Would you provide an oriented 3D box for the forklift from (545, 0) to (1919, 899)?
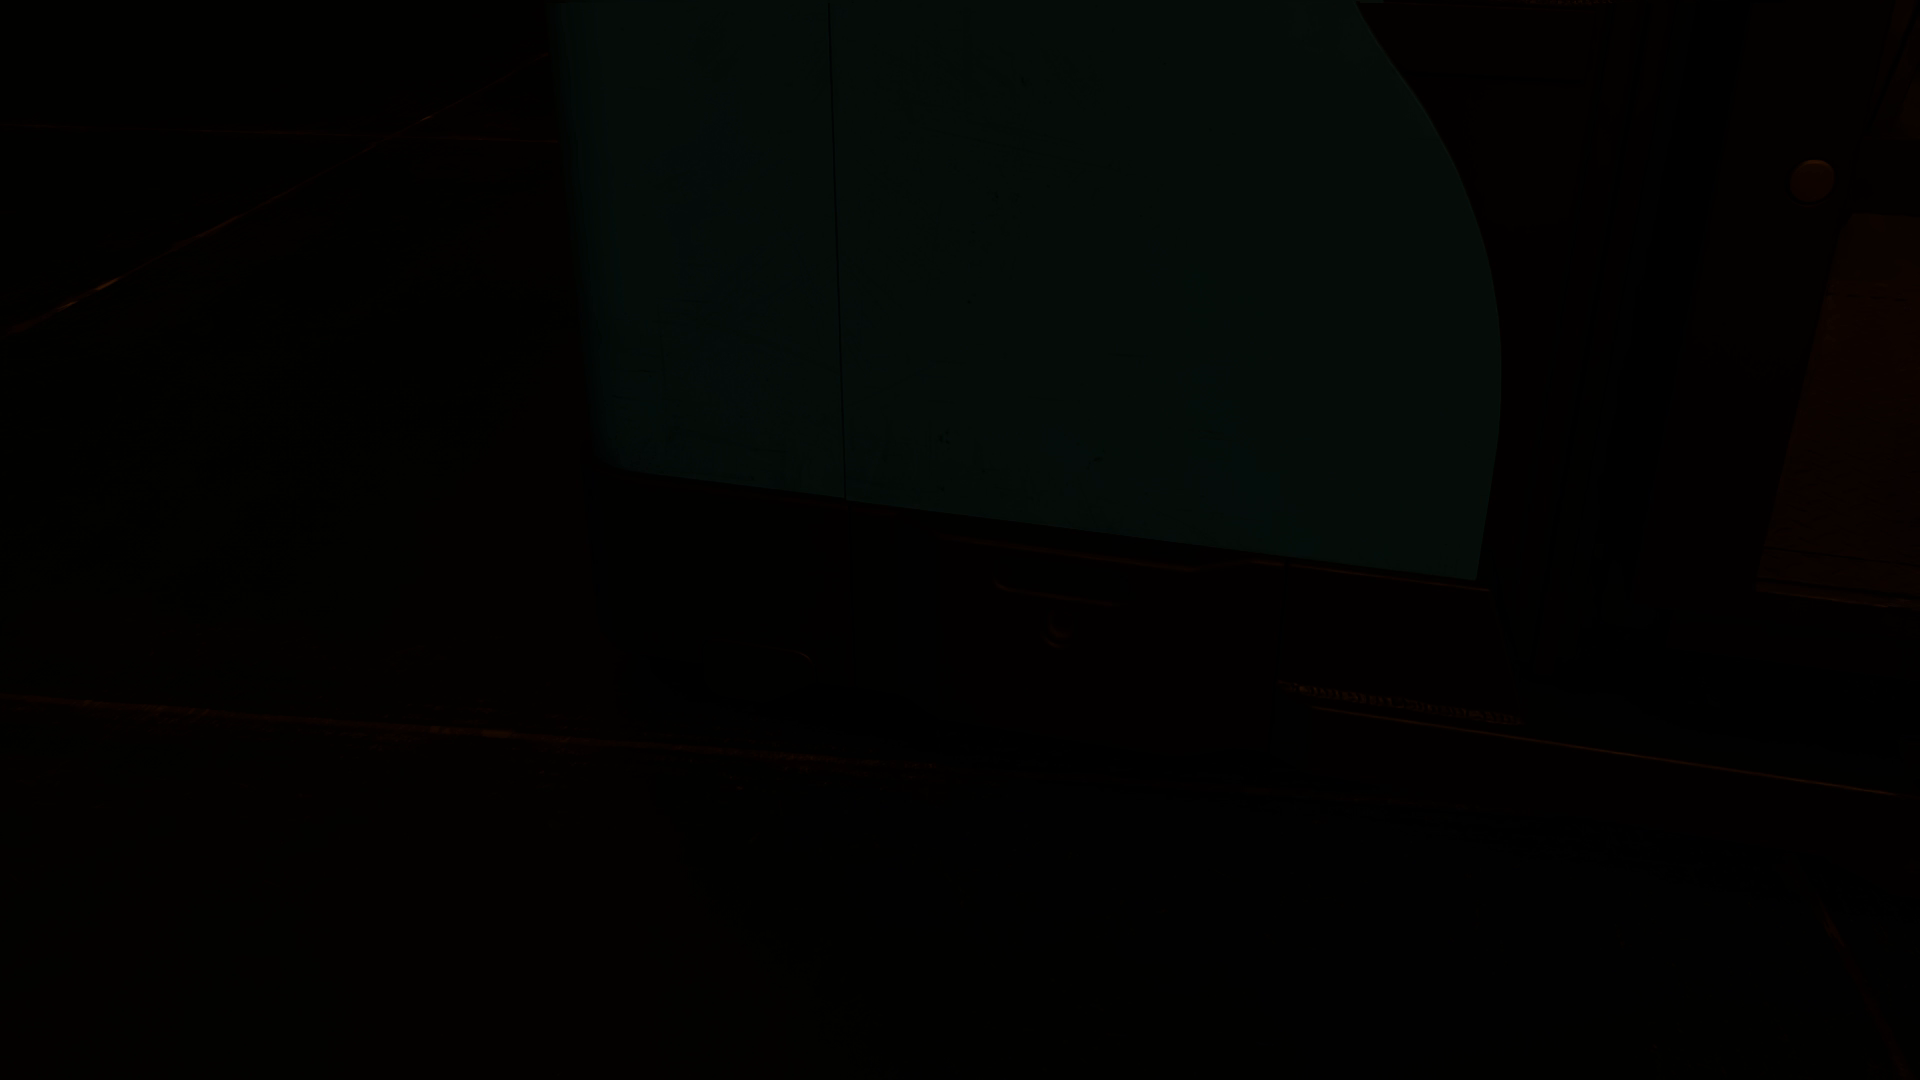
[{"bbox_3d":[1.112,-1.151,1.524,3.031,2.935,1.130,7,27,15],"label":"forklift"}]
